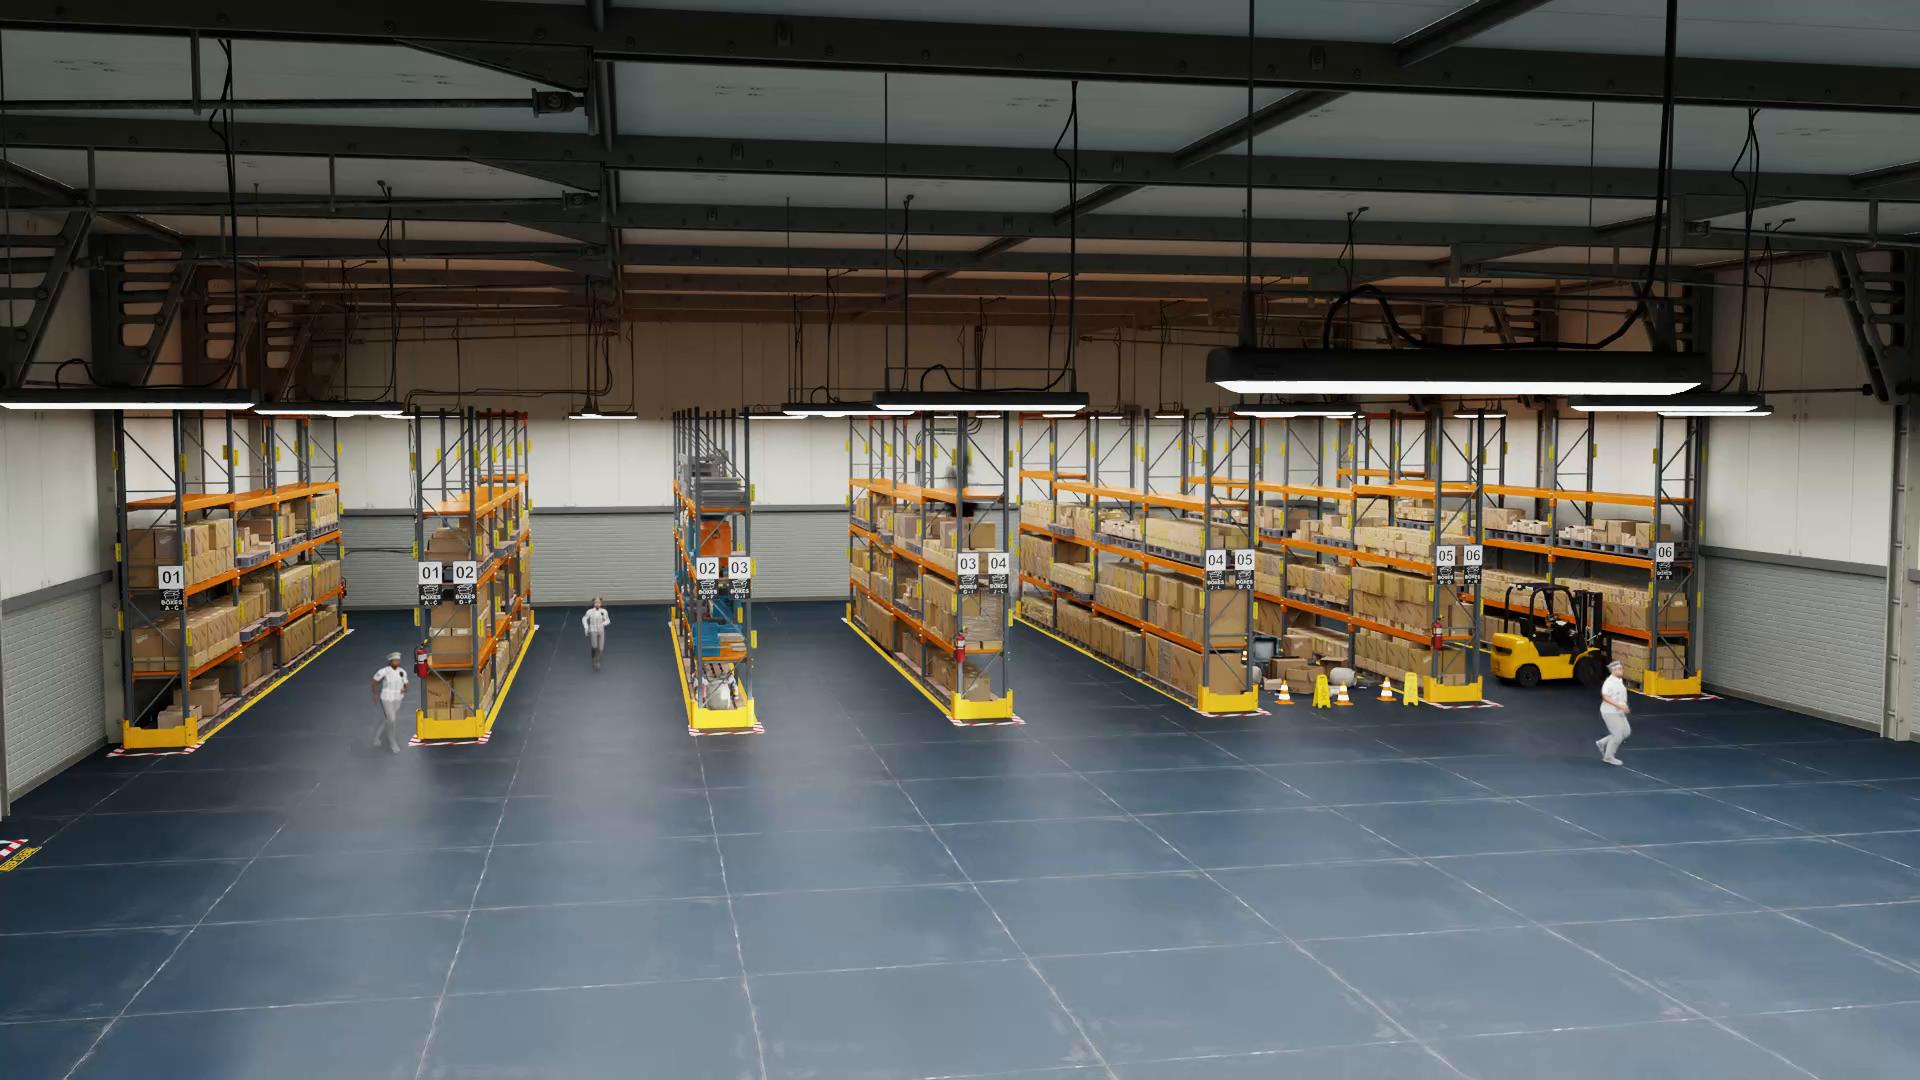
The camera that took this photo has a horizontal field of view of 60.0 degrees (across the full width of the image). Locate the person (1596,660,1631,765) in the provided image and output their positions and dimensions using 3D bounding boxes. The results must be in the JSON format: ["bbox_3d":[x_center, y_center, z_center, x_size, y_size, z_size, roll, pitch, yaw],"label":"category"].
[{"bbox_3d":[10.935,2.873,27.830,0.594,1.750,0.669,3,5,37],"label":"person"}]

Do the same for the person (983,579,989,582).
[{"bbox_3d":[0.729,1.417,49.277,0.644,1.597,0.918,4,6,43],"label":"person"}]

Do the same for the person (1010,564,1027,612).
[{"bbox_3d":[1.791,1.317,49.480,0.837,1.821,0.682,-2,4,-22],"label":"person"}]

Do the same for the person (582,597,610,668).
[{"bbox_3d":[-8.398,2.141,38.490,0.593,1.660,0.624,-2,4,-21],"label":"person"}]

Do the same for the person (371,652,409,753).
[{"bbox_3d":[-9.884,2.810,29.031,0.835,1.691,0.596,4,5,42],"label":"person"}]
